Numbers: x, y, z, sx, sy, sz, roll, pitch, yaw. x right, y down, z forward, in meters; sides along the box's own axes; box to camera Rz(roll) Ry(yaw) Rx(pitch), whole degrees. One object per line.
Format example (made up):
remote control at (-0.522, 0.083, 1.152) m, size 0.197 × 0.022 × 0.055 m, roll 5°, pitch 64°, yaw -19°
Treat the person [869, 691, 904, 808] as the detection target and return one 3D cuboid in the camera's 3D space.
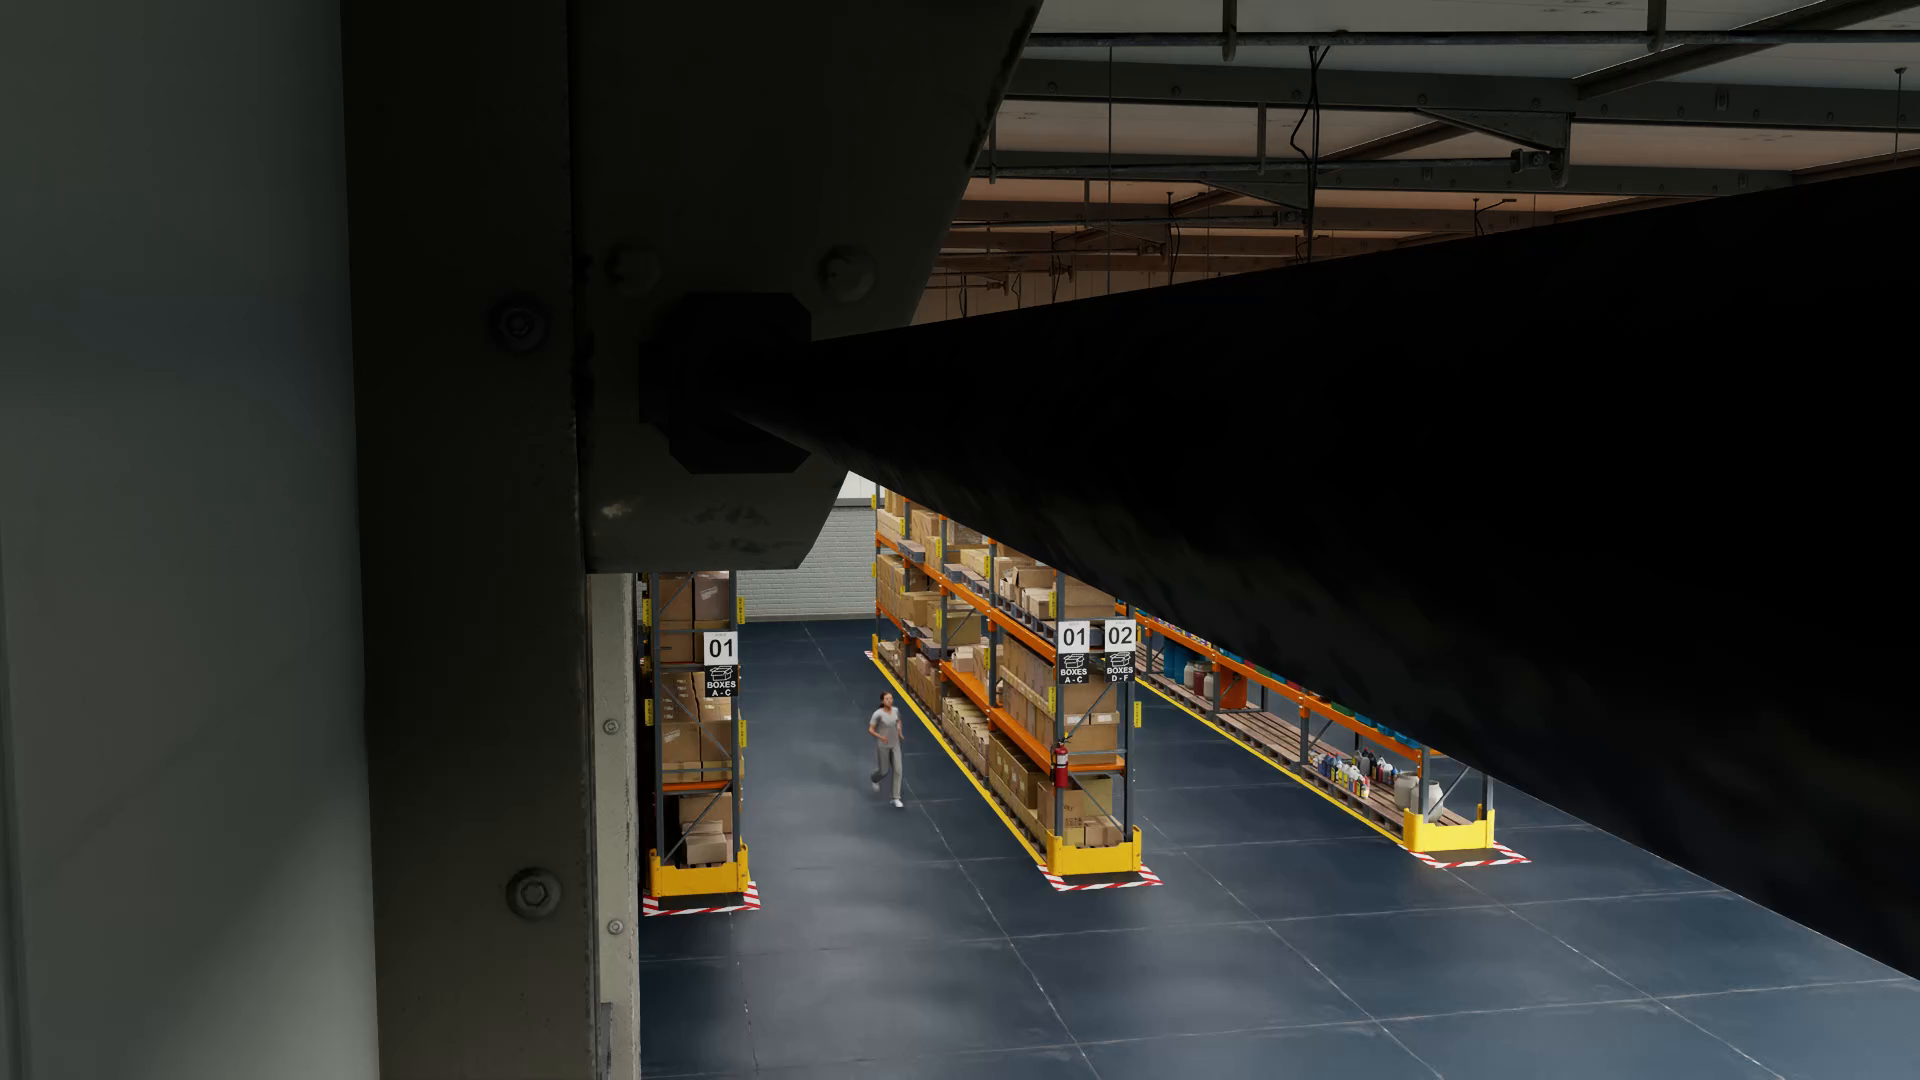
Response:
person at (-1.065, 3.014, 24.291) m, size 0.578 × 1.654 × 0.899 m, roll -3°, pitch 7°, yaw -27°
